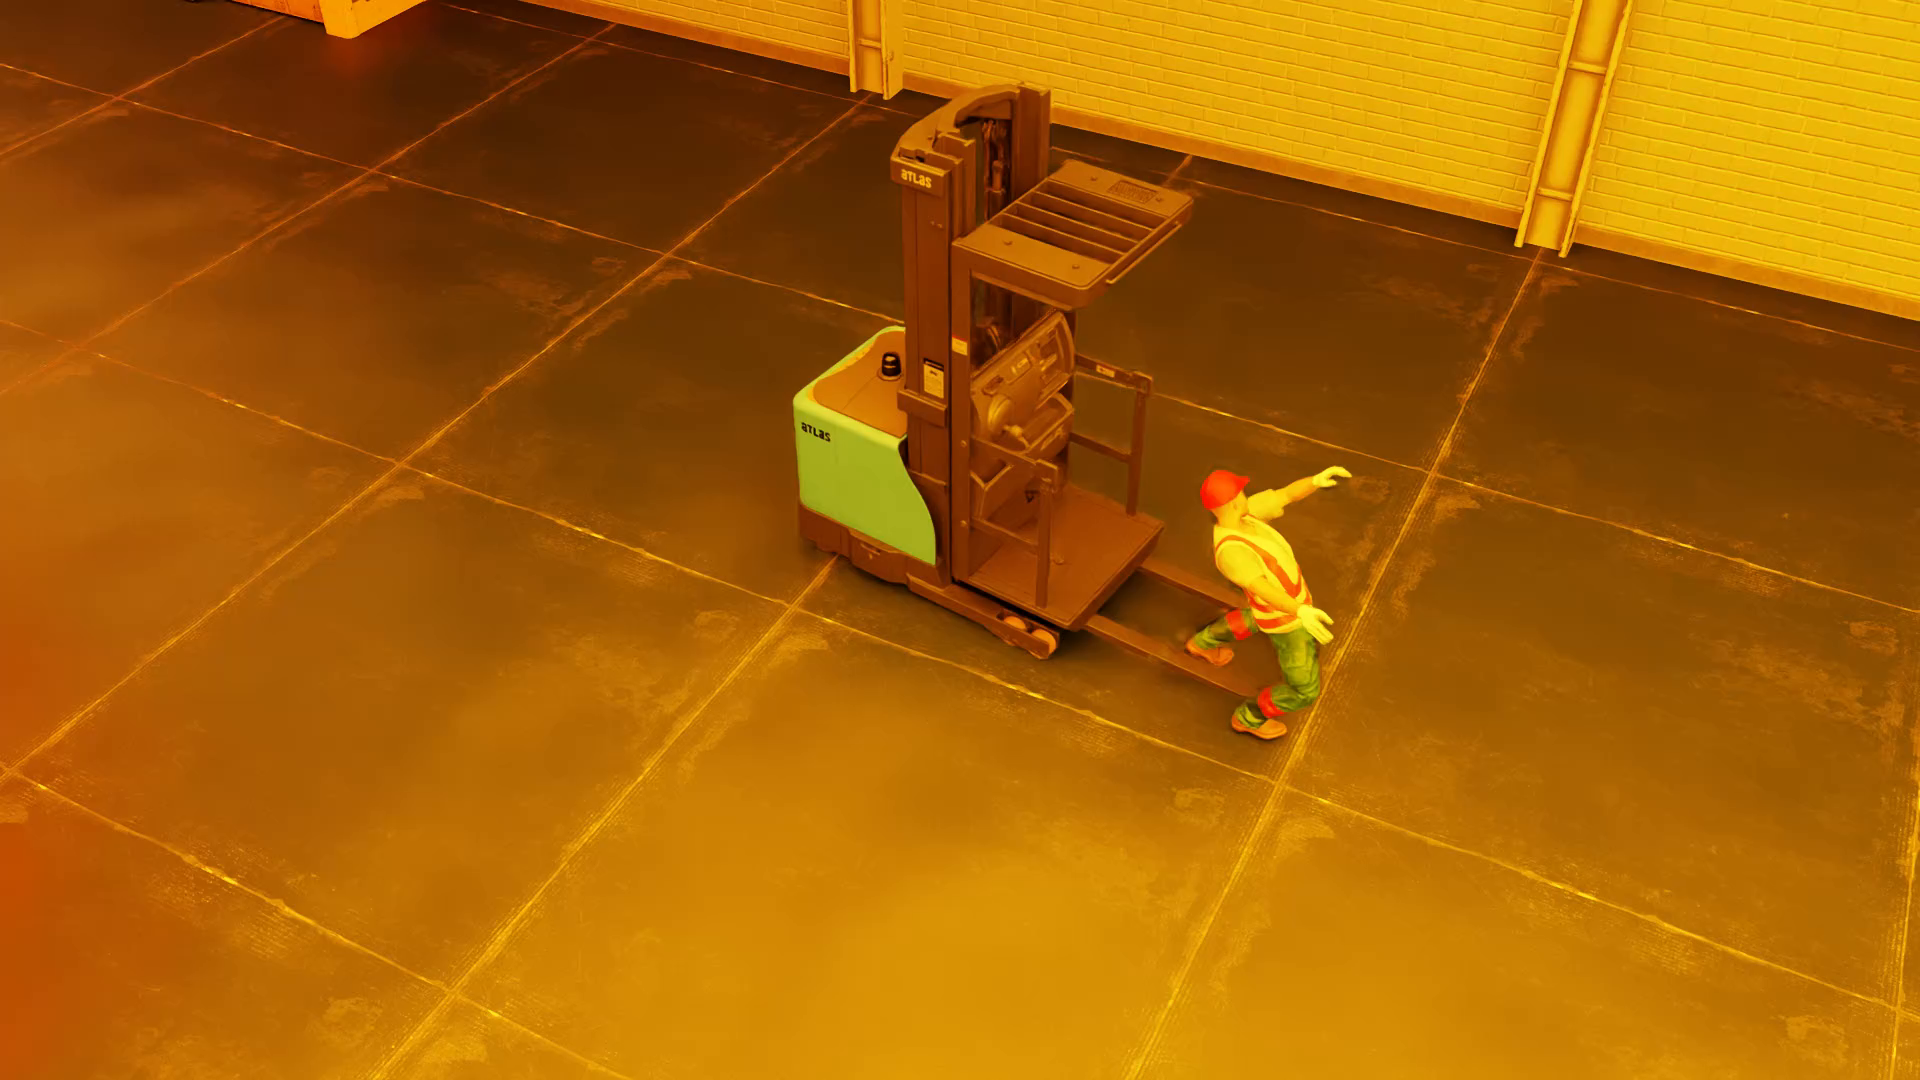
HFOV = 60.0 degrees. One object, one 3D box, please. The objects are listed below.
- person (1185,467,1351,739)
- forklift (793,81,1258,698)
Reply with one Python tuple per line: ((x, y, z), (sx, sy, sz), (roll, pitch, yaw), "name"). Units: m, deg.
((1.585, 0.420, 8.505), (0.725, 1.565, 1.105), (-2, 40, -2), "person")
((0.518, -0.837, 8.981), (3.031, 2.935, 1.130), (24, 46, 26), "forklift")
